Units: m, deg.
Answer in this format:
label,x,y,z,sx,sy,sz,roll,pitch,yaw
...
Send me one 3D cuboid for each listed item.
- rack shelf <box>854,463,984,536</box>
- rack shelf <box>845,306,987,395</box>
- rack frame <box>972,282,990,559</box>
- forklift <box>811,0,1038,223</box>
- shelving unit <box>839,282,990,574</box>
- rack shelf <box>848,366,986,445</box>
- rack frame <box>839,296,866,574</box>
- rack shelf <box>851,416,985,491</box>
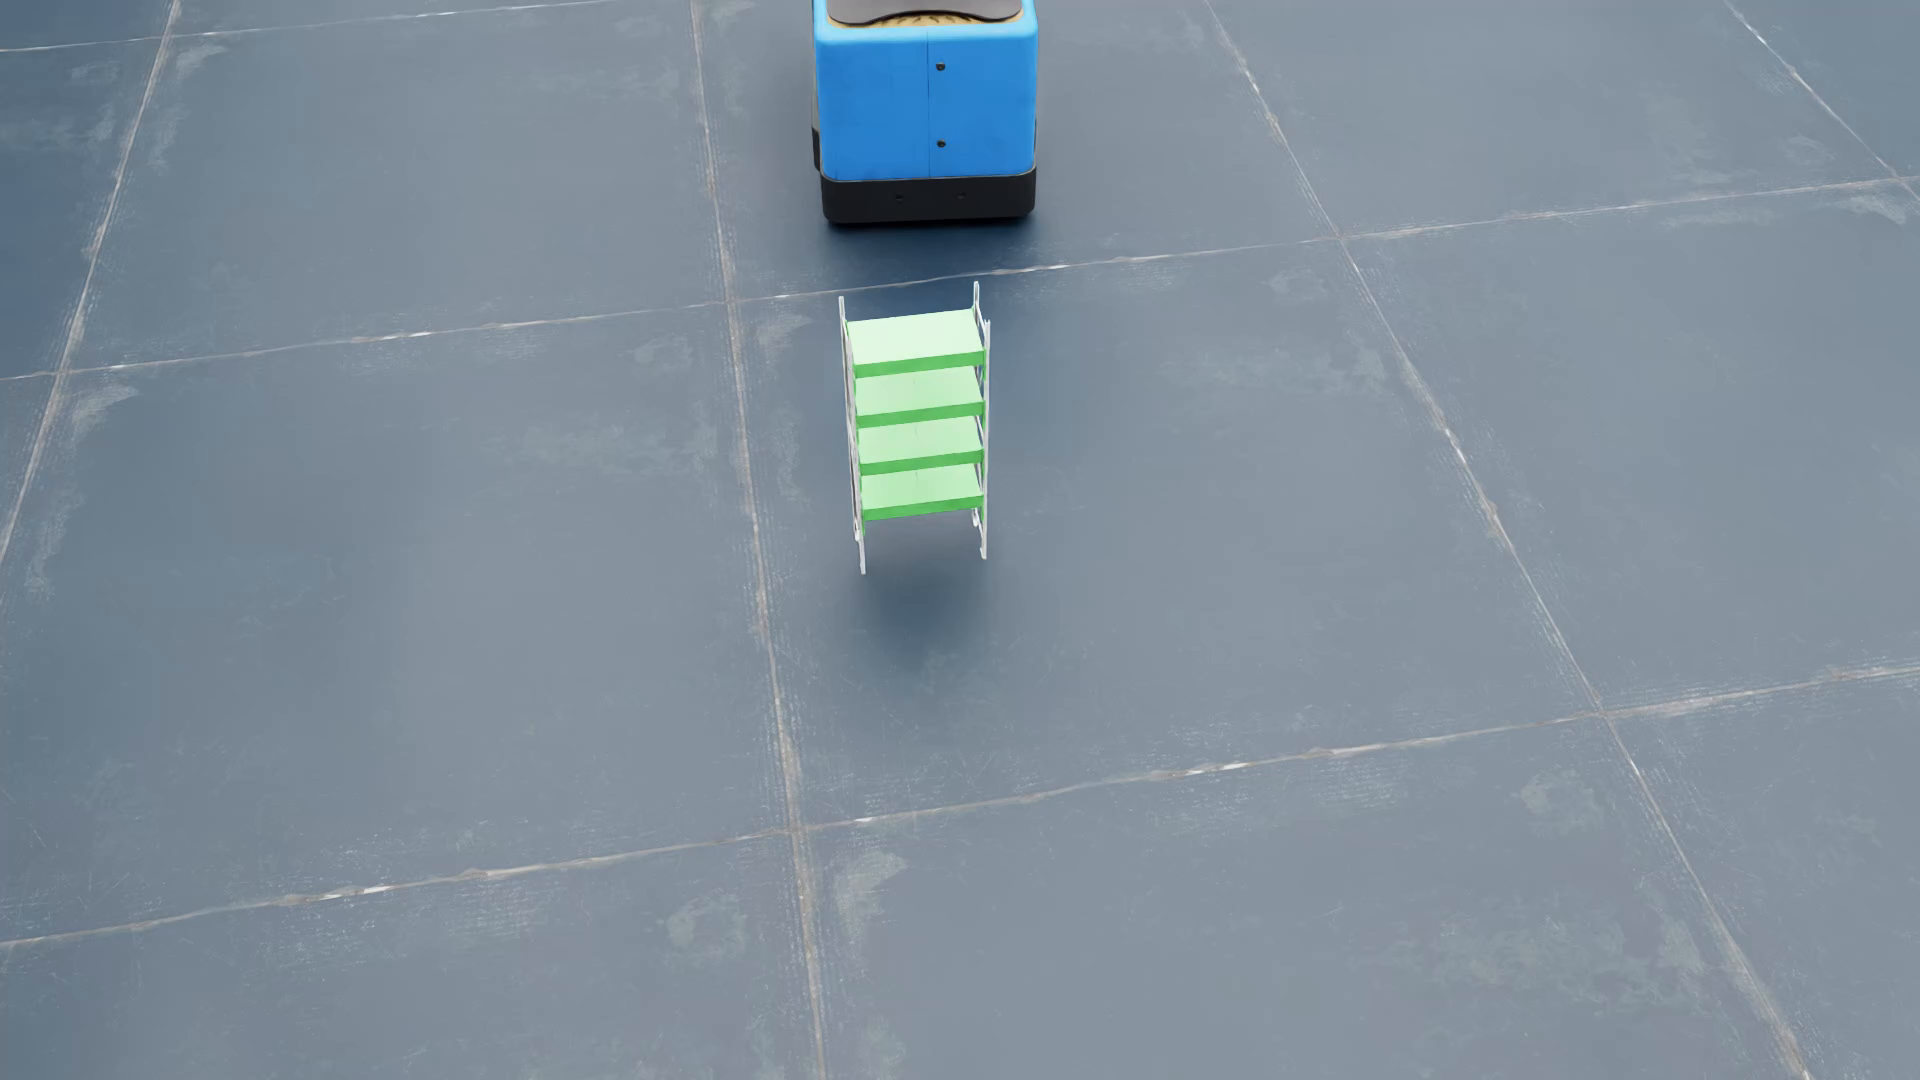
label,x,y,z,sx,sy,sz,roll,pitch,yaw
rack shelf,-0.163,-0.185,6.517,0.480,0.148,0.258,-7,46,-7
rack shelf,-0.163,-0.685,5.999,0.480,0.148,0.258,-7,46,-7
rack frame,0.077,-0.426,6.327,0.015,1.200,0.240,-7,46,-7
forklift,-0.248,-3.625,8.208,1.130,2.935,3.031,-3,46,-3
shelving unit,-0.163,-0.396,6.298,0.503,1.200,0.258,-7,46,-7
rack shelf,-0.163,-0.518,6.172,0.480,0.148,0.258,-7,46,-7
rack frame,-0.404,-0.366,6.269,0.015,1.200,0.240,-7,46,-7
rack shelf,-0.163,-0.352,6.344,0.480,0.148,0.258,-7,46,-7
